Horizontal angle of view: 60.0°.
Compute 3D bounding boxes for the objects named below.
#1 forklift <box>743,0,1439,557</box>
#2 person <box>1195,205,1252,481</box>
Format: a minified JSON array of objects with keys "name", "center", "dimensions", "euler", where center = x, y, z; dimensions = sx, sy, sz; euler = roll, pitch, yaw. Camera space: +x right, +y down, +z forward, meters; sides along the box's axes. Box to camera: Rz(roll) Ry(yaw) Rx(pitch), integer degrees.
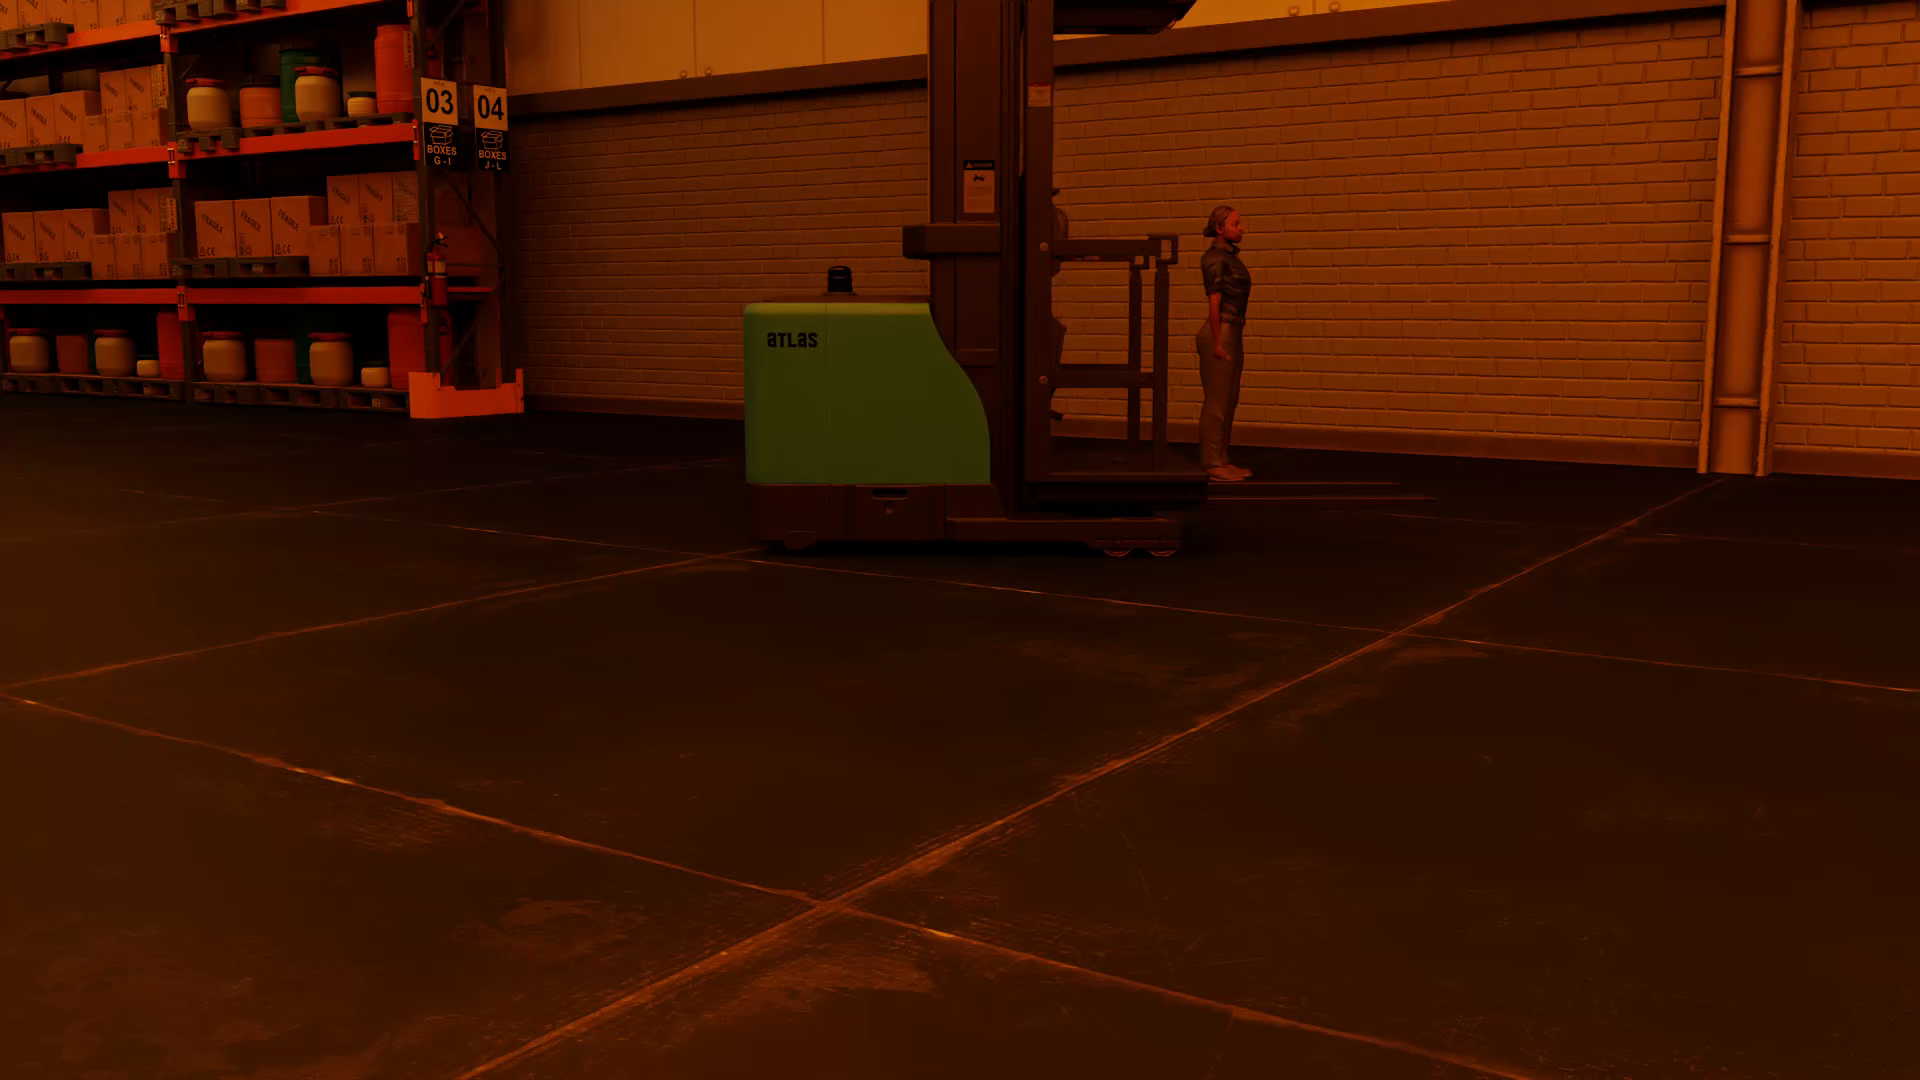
[{"name":"forklift","center":[0.579,-1.453,7.412],"dimensions":[3.031,2.935,1.130],"euler":[0,8,0]},{"name":"person","center":[1.622,-1.194,10.126],"dimensions":[0.340,1.660,0.452],"euler":[3,9,21]}]
